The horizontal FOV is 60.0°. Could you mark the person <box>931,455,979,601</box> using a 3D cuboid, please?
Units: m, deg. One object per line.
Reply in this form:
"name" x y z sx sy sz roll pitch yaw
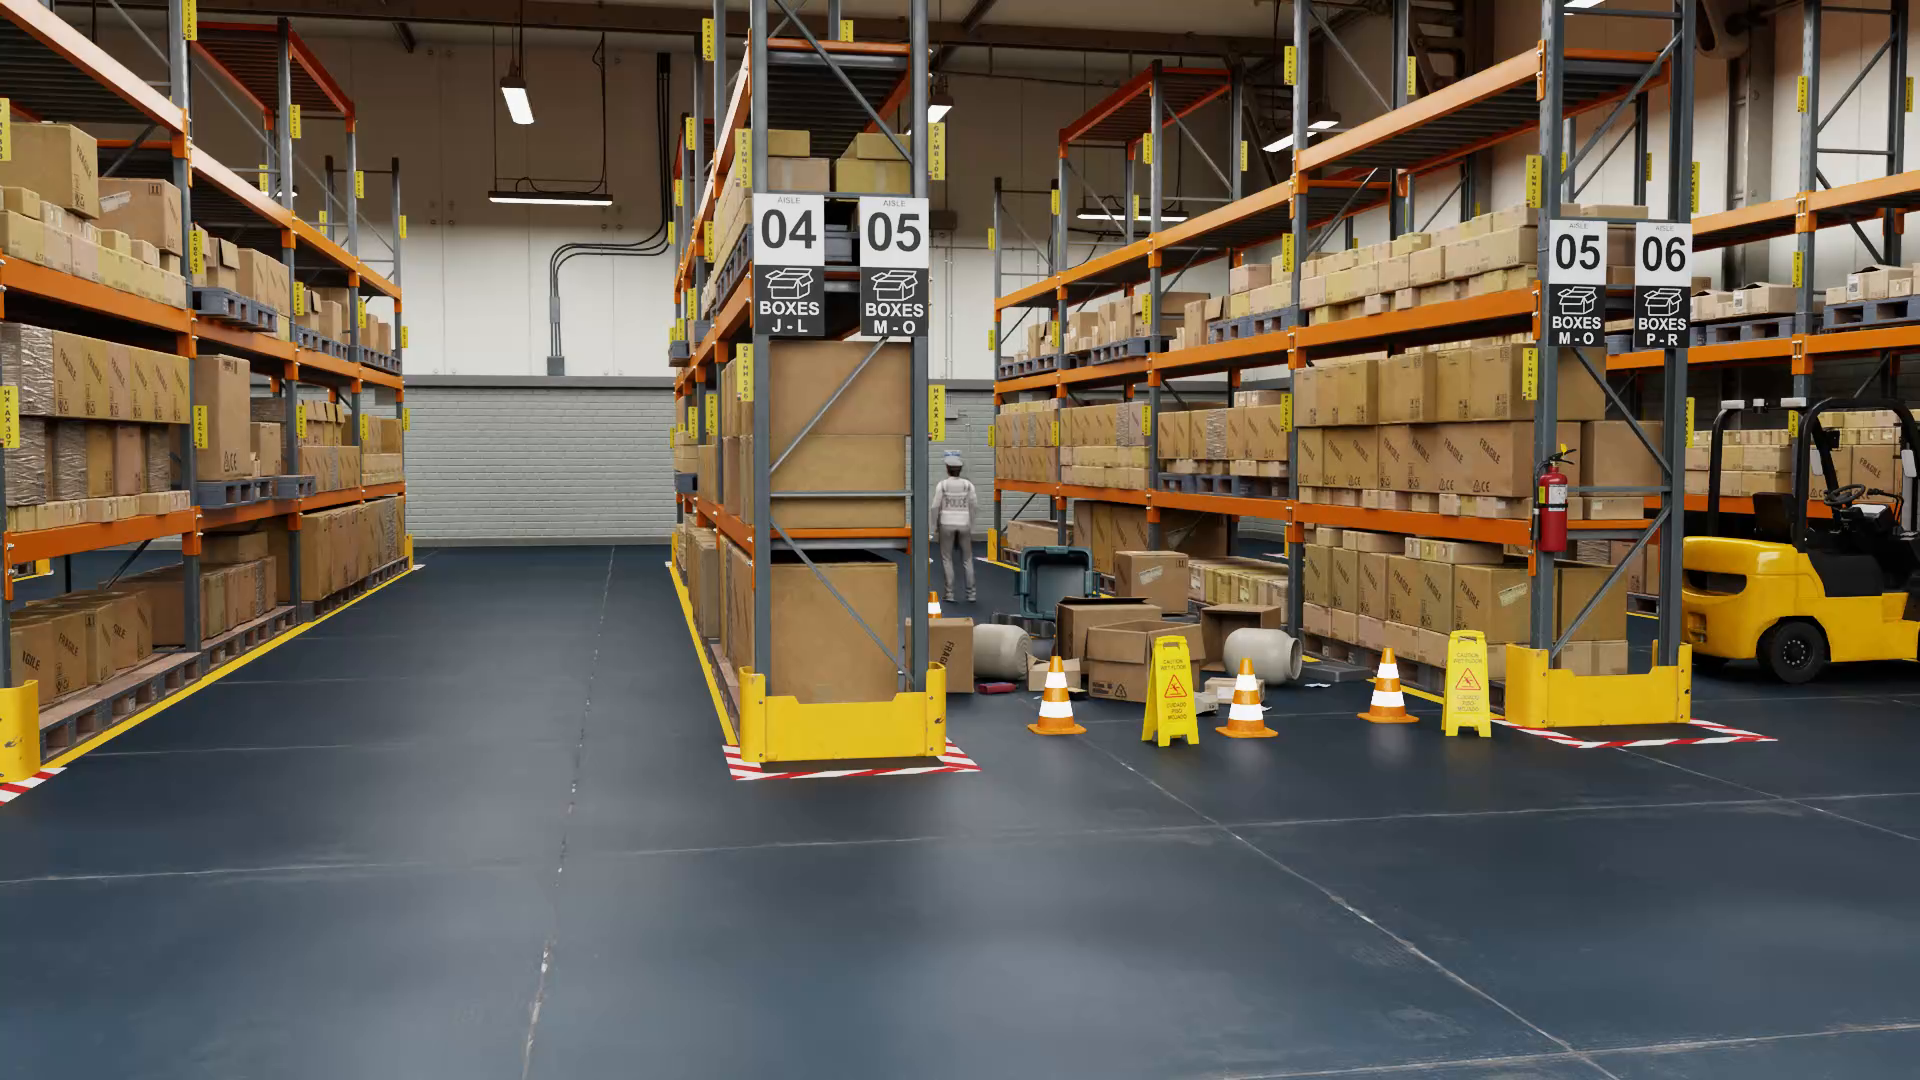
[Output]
"person" -0.069 -0.139 19.346 0.568 1.694 0.387 -1 3 -11
